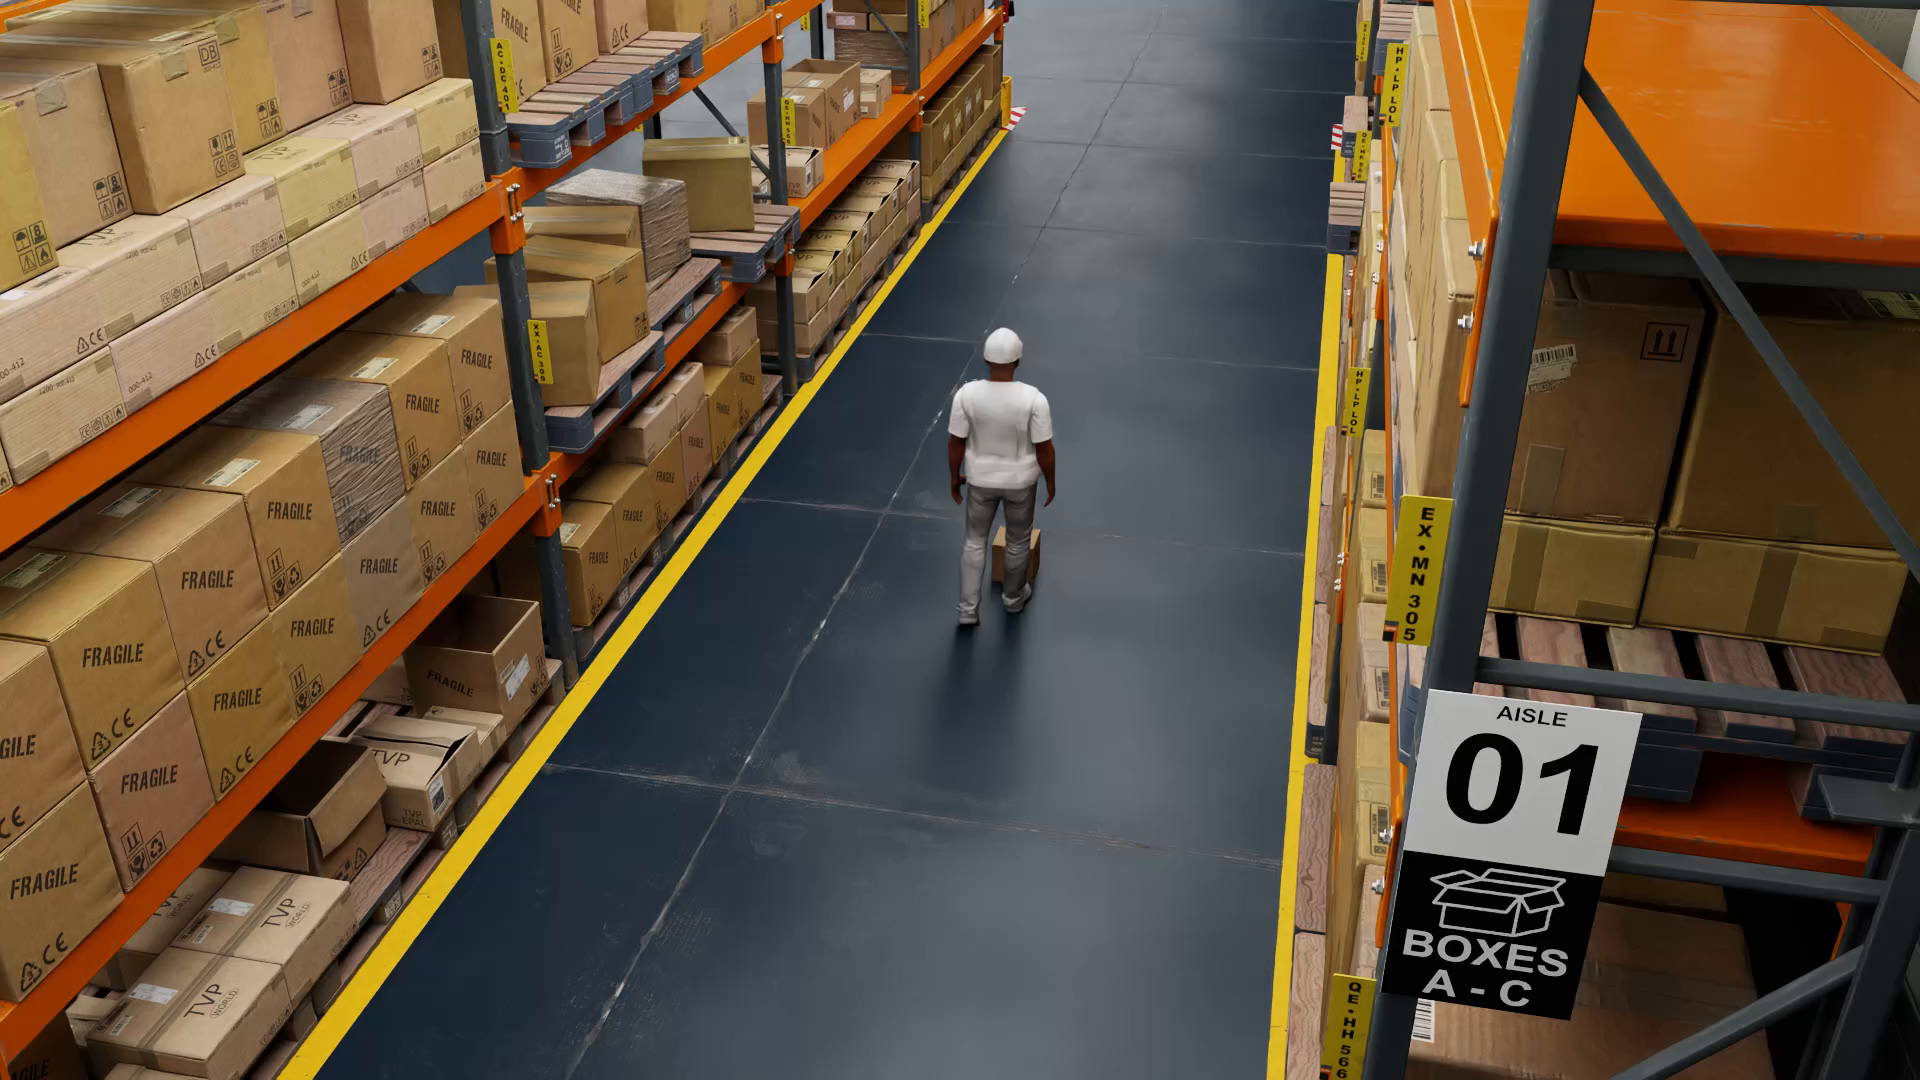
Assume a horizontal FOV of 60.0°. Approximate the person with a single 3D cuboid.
[{"bbox_3d":[0.238,-0.346,9.228,0.589,1.778,0.616,6,29,11],"label":"person"}]
